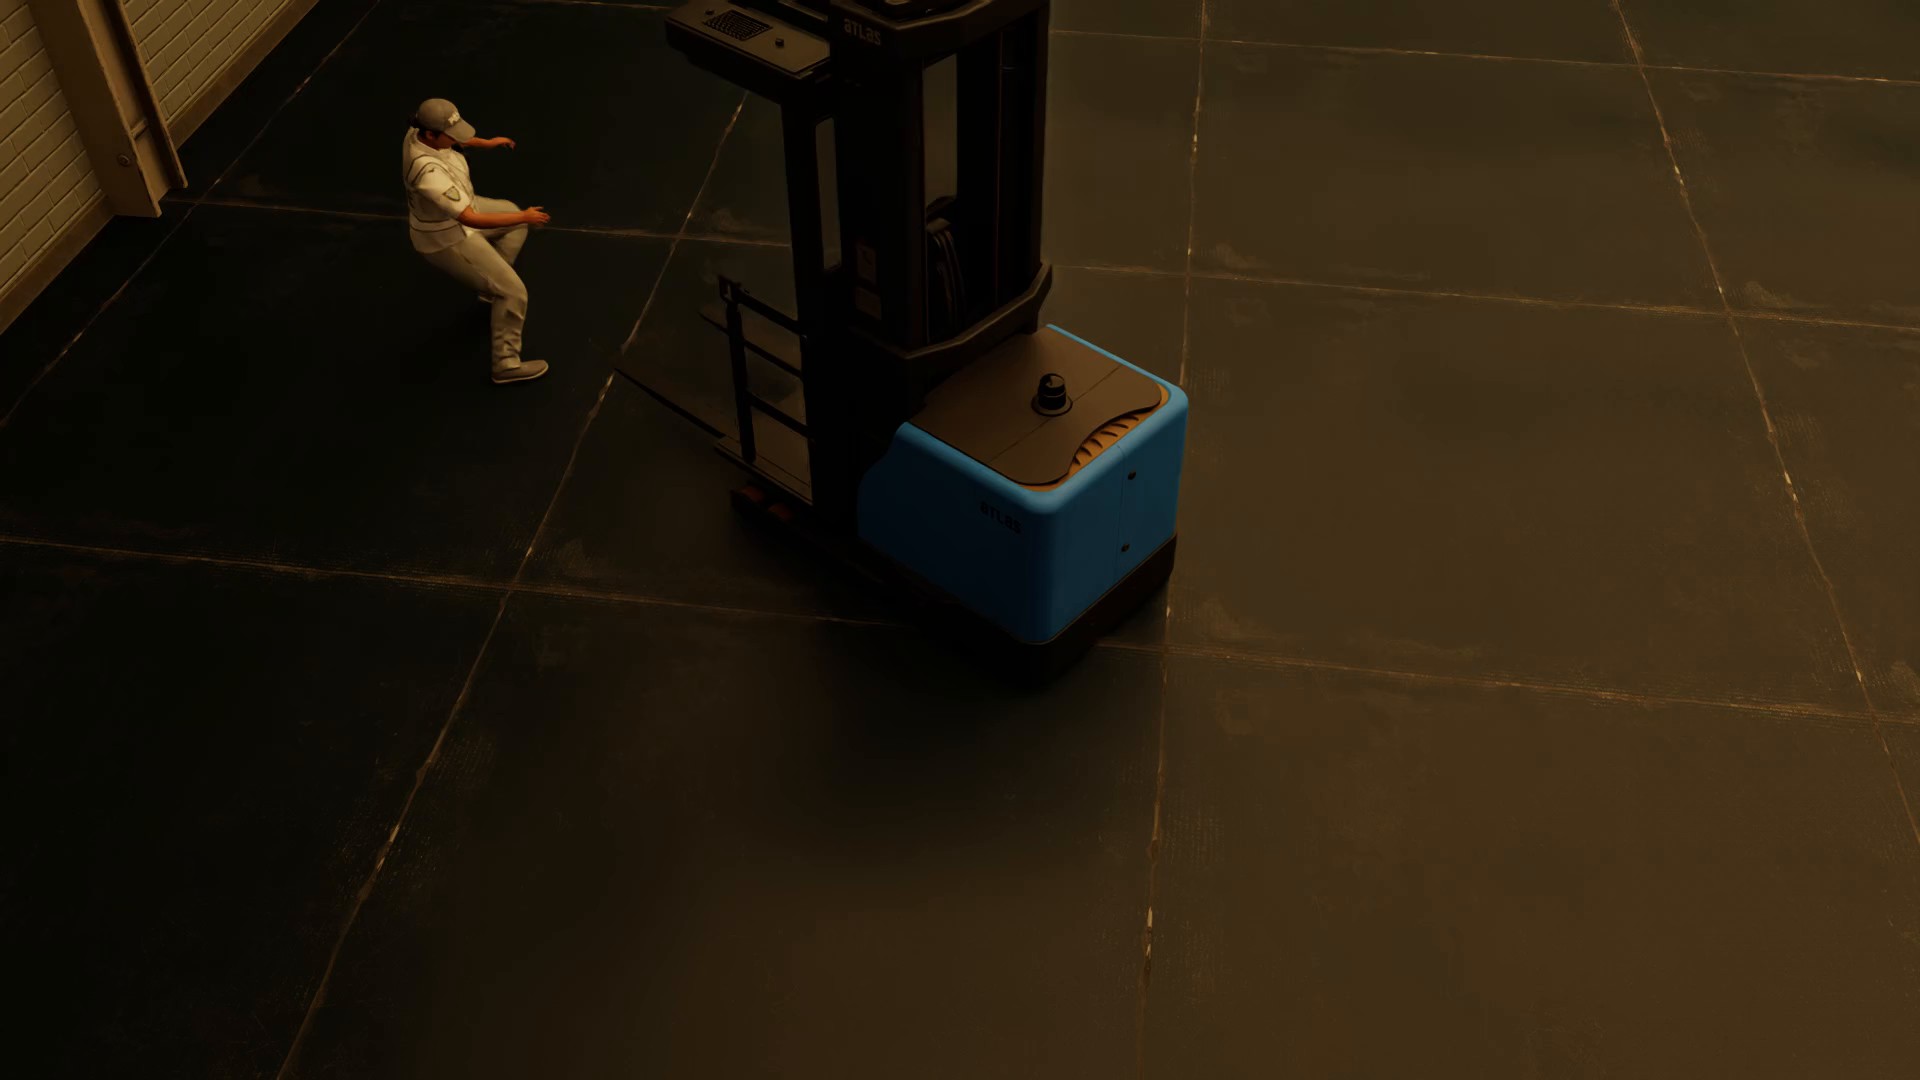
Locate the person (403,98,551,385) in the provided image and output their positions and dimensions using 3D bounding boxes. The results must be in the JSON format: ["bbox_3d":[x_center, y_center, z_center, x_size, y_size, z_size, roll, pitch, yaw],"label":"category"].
[{"bbox_3d":[-2.471,-1.656,8.608,0.726,1.463,0.908,-8,43,-9],"label":"person"}]

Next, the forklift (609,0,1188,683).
[{"bbox_3d":[-0.458,-1.328,7.170,3.031,2.935,1.130,31,51,29],"label":"forklift"}]
